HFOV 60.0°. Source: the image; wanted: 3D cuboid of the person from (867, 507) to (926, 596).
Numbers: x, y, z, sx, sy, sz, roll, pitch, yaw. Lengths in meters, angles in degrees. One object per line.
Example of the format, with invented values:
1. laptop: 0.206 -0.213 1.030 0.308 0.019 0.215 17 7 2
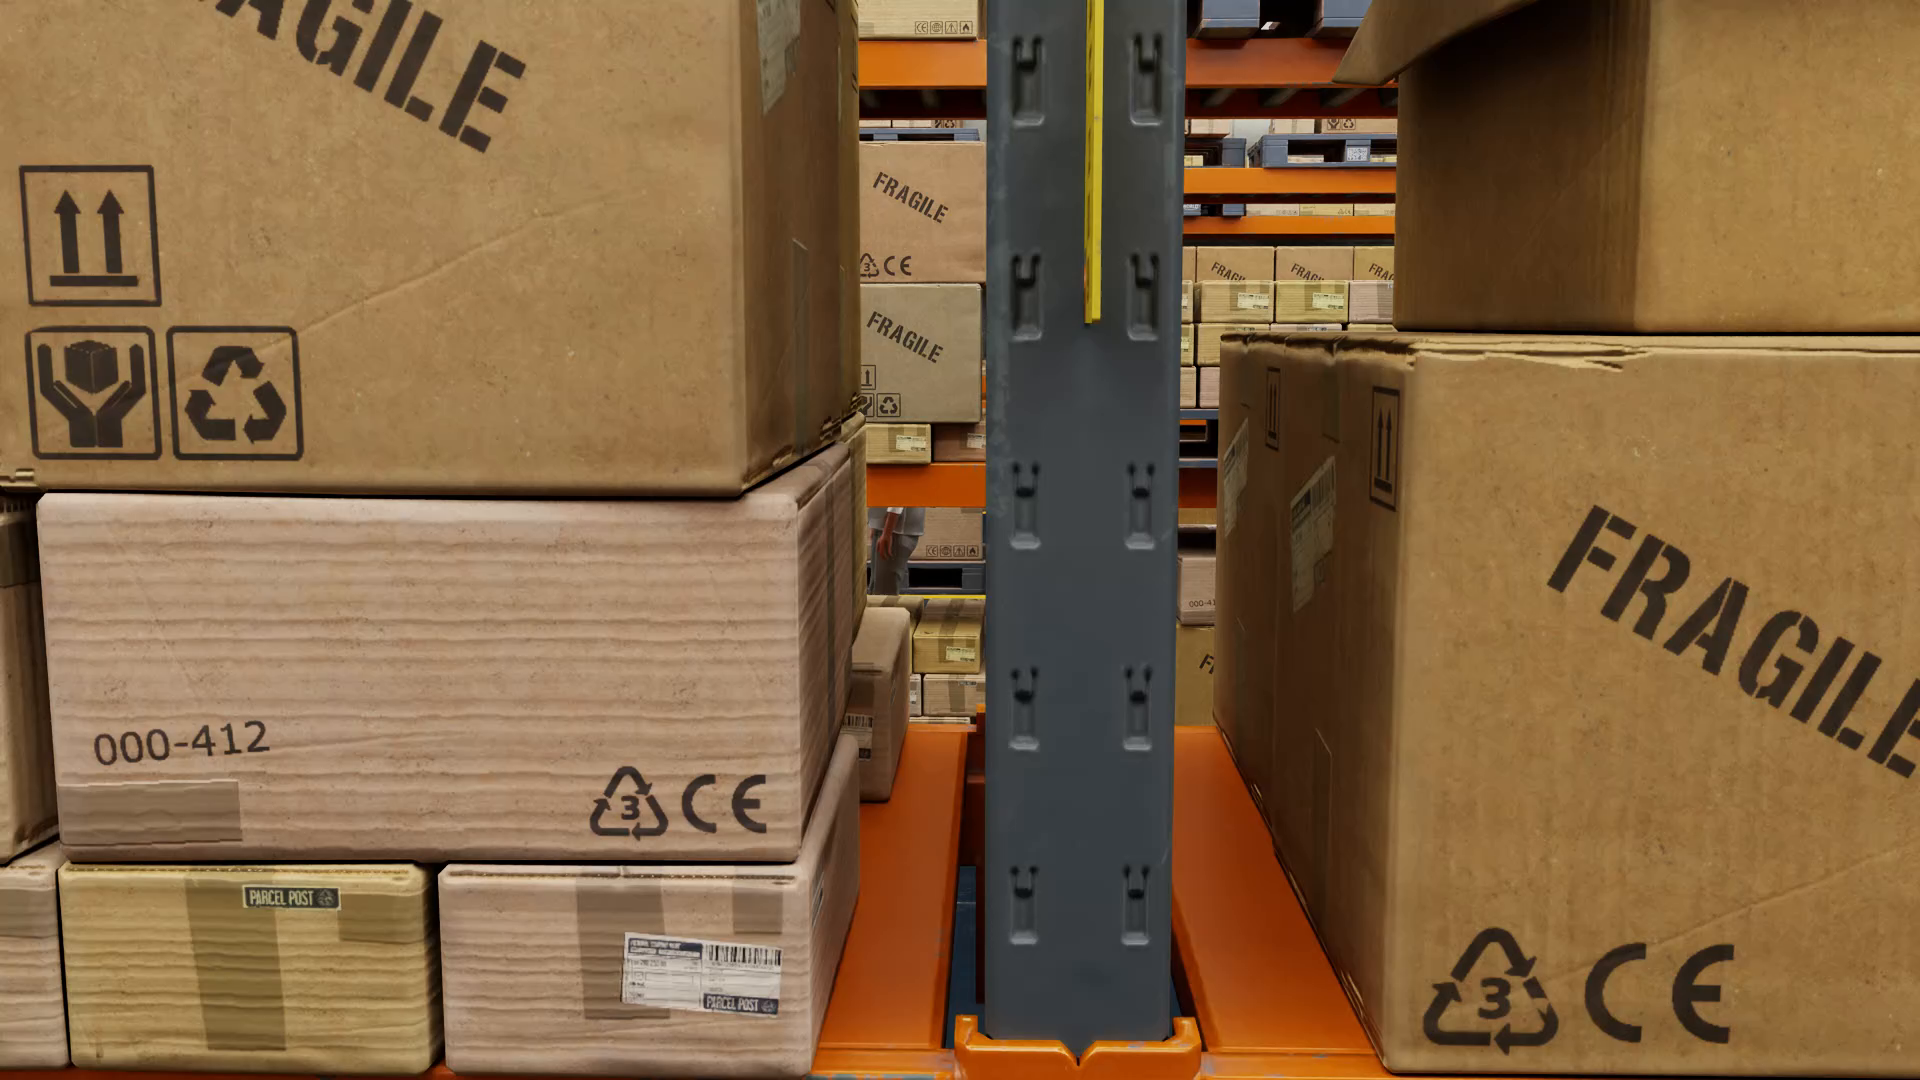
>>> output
1. person: -0.350 -0.031 8.103 0.349 1.581 0.468 -1 8 -8
